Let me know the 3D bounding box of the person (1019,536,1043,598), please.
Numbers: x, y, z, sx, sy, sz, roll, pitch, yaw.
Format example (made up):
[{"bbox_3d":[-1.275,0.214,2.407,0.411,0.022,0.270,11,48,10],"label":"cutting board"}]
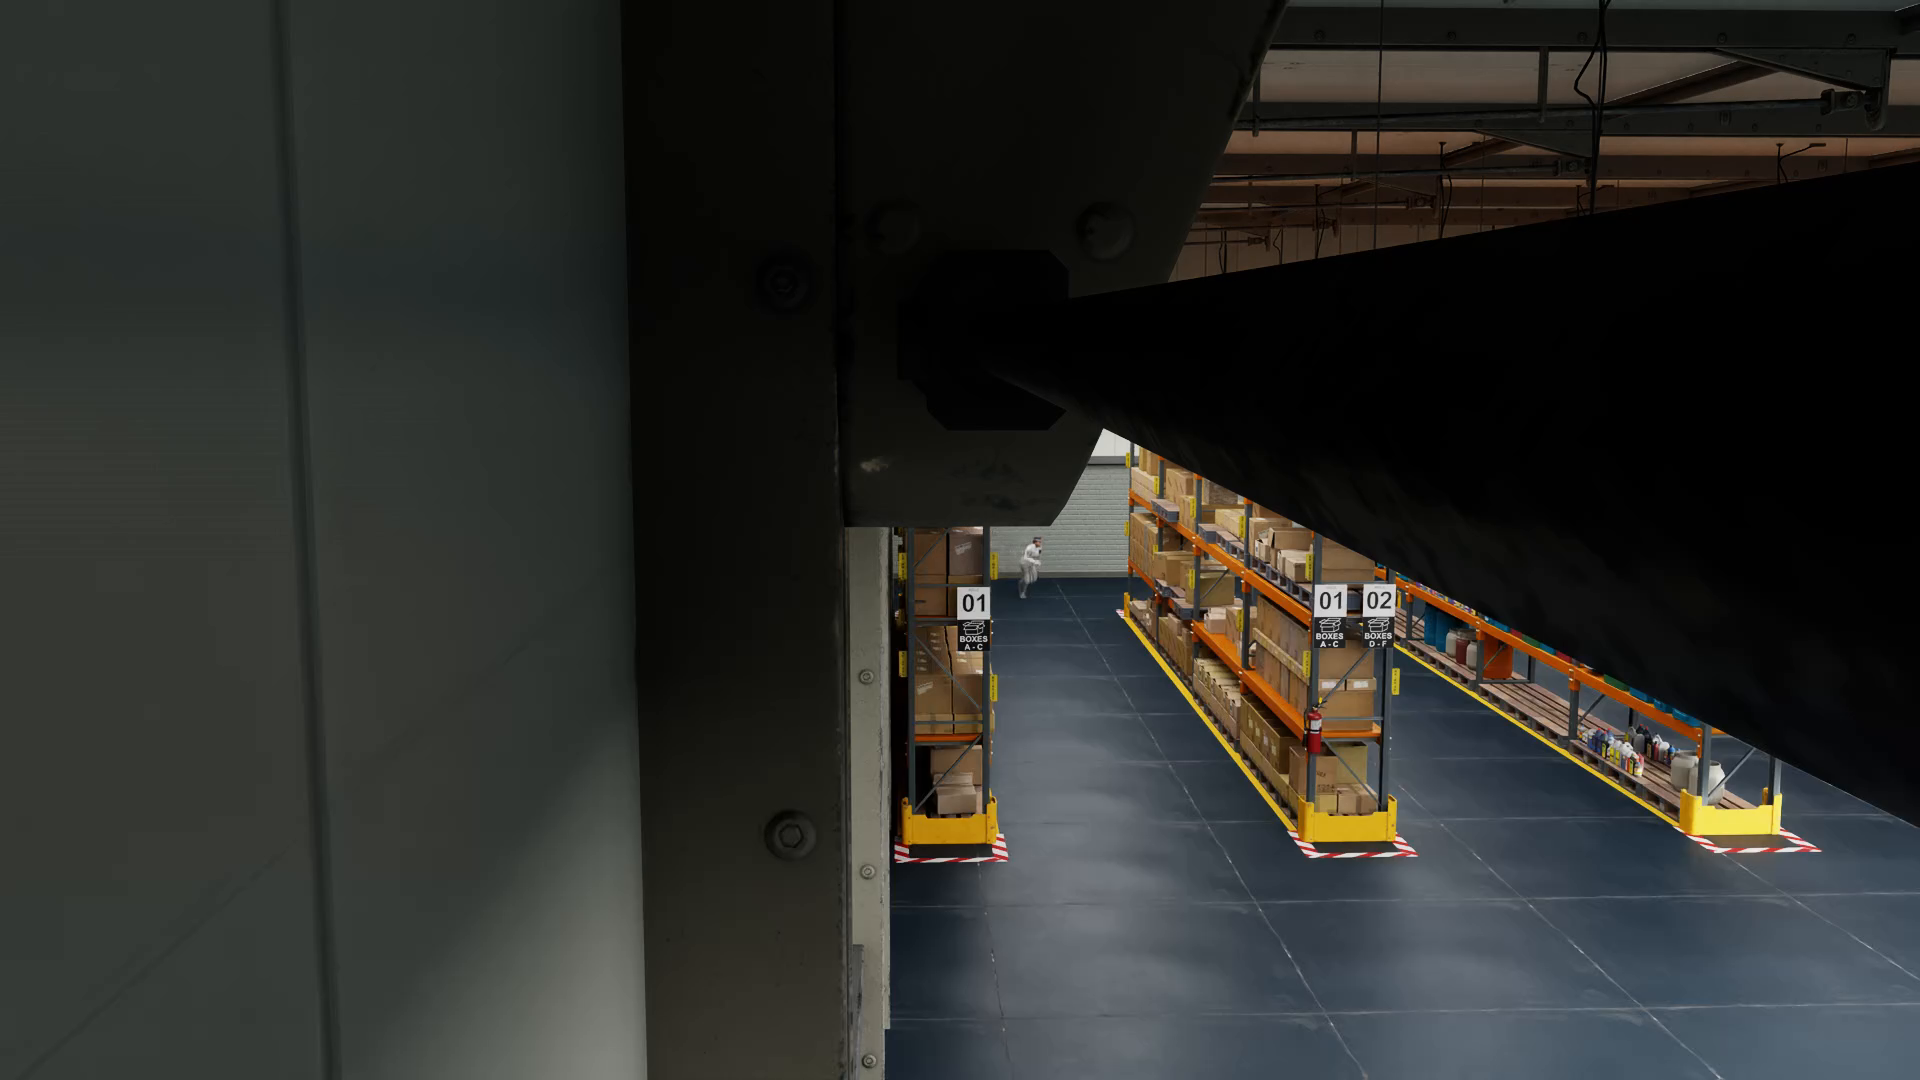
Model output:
[{"bbox_3d":[1.693,0.620,38.925,0.740,1.491,0.646,7,10,42],"label":"person"}]
